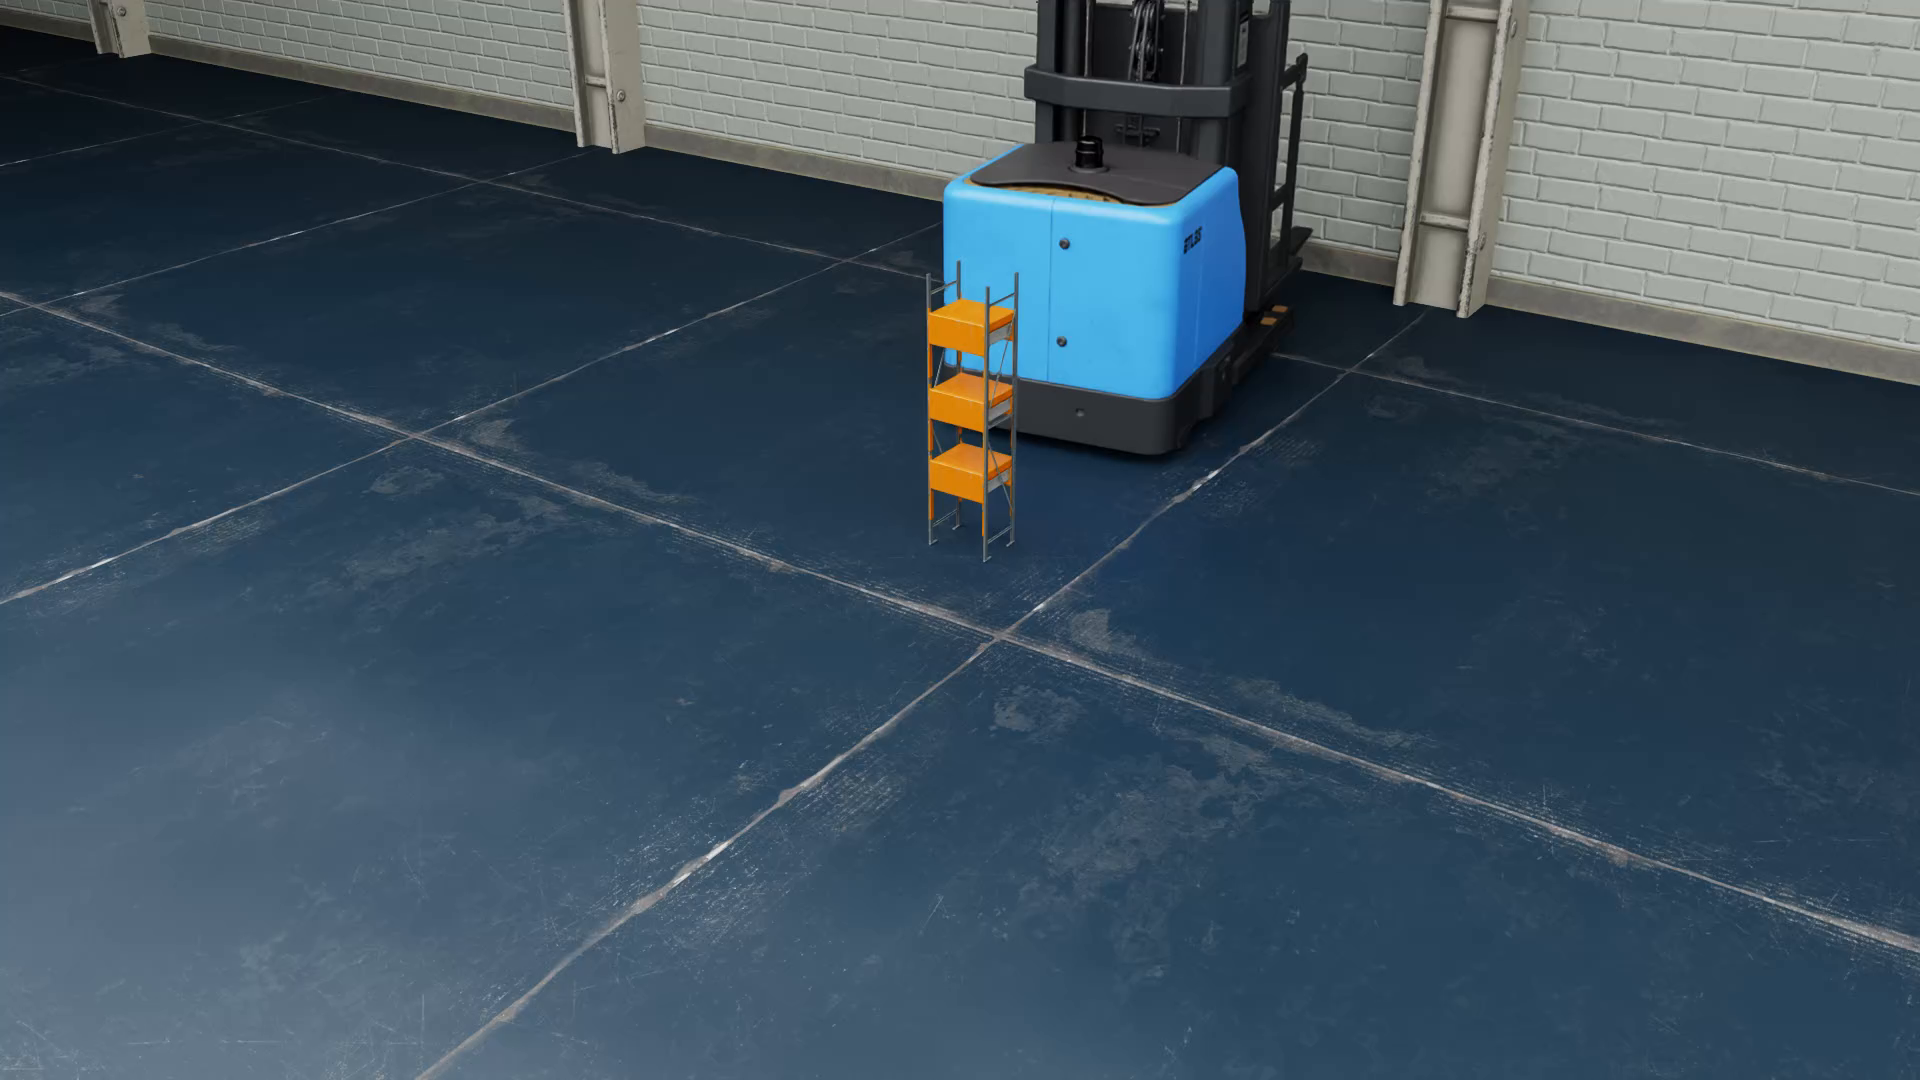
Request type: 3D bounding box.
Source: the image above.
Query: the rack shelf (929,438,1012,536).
[{"bbox_3d":[0.044,-0.197,6.116,0.240,0.259,0.215,17,32,30],"label":"rack shelf"}]

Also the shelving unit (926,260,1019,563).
[{"bbox_3d":[0.044,-0.454,5.985,0.252,1.050,0.215,17,32,30],"label":"shelving unit"}]

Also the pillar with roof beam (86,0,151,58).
[{"bbox_3d":[-9.826,-6.720,9.532,0.400,9.000,9.100,17,32,30],"label":"pillar with roof beam"}]

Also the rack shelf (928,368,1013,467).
[{"bbox_3d":[0.044,-0.445,5.990,0.240,0.259,0.215,17,32,30],"label":"rack shelf"}]

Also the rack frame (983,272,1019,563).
[{"bbox_3d":[0.145,-0.423,5.923,0.008,1.050,0.200,17,32,30],"label":"rack frame"}]

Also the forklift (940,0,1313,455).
[{"bbox_3d":[1.004,-2.294,7.525,1.130,2.935,3.031,12,29,22],"label":"forklift"}]

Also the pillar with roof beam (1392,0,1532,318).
[{"bbox_3d":[0.065,-3.638,3.477,0.400,9.000,9.100,17,32,30],"label":"pillar with roof beam"}]

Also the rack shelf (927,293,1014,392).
[{"bbox_3d":[0.044,-0.698,5.861,0.240,0.259,0.215,17,32,30],"label":"rack shelf"}]

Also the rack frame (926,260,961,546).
[{"bbox_3d":[-0.056,-0.485,6.046,0.008,1.050,0.200,17,32,30],"label":"rack frame"}]

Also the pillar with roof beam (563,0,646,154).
[{"bbox_3d":[-4.881,-5.179,6.505,0.400,9.000,9.100,17,32,30],"label":"pillar with roof beam"}]
